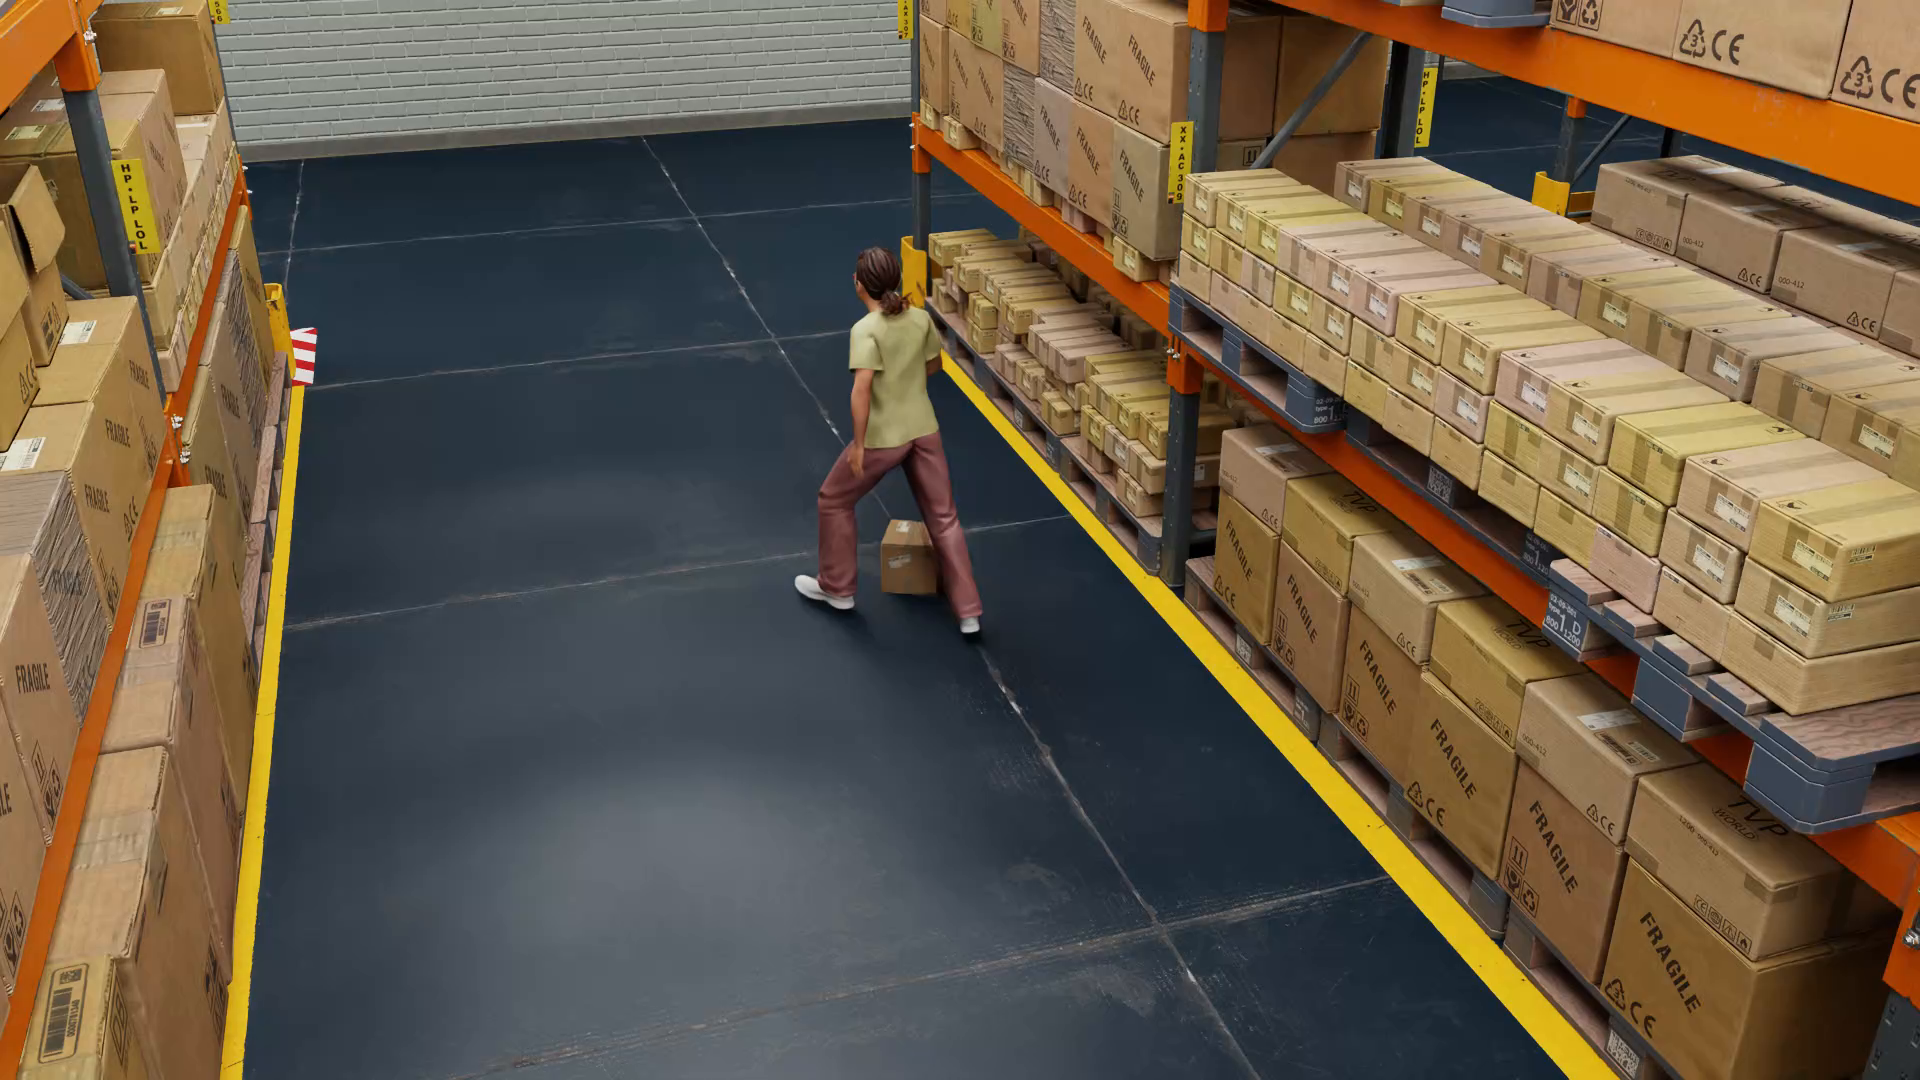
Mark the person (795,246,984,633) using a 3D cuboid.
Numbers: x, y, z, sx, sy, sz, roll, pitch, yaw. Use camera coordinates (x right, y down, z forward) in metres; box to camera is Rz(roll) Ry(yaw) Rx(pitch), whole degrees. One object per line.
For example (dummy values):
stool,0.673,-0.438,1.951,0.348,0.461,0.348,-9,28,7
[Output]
person,-0.272,-0.409,6.973,0.612,1.605,0.814,-17,31,-31
